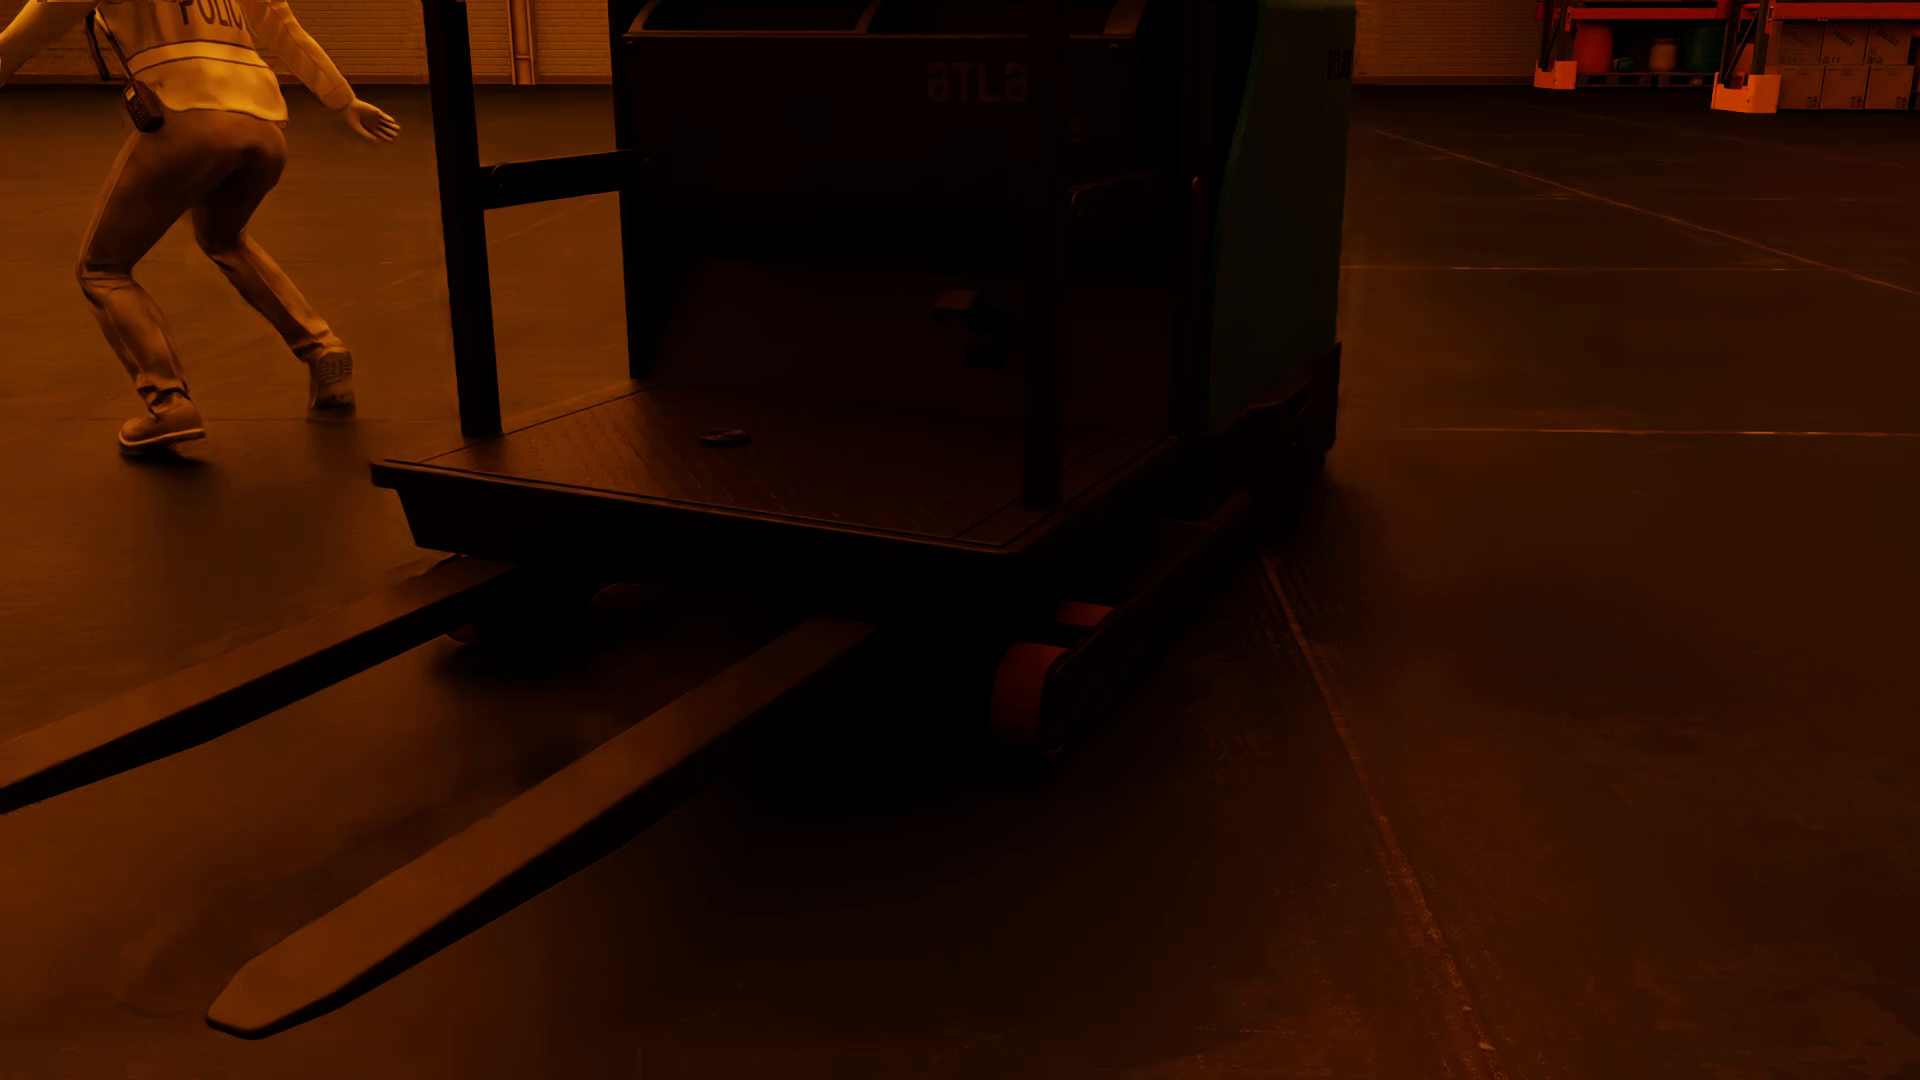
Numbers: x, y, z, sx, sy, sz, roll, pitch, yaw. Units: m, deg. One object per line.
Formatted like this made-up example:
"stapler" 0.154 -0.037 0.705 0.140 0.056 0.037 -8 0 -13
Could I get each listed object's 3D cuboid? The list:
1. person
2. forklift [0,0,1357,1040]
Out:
"person" -1.877 -0.976 4.123 0.500 1.576 0.942 6 18 19
"forklift" -0.220 -1.236 2.410 1.130 2.935 3.031 8 19 24
